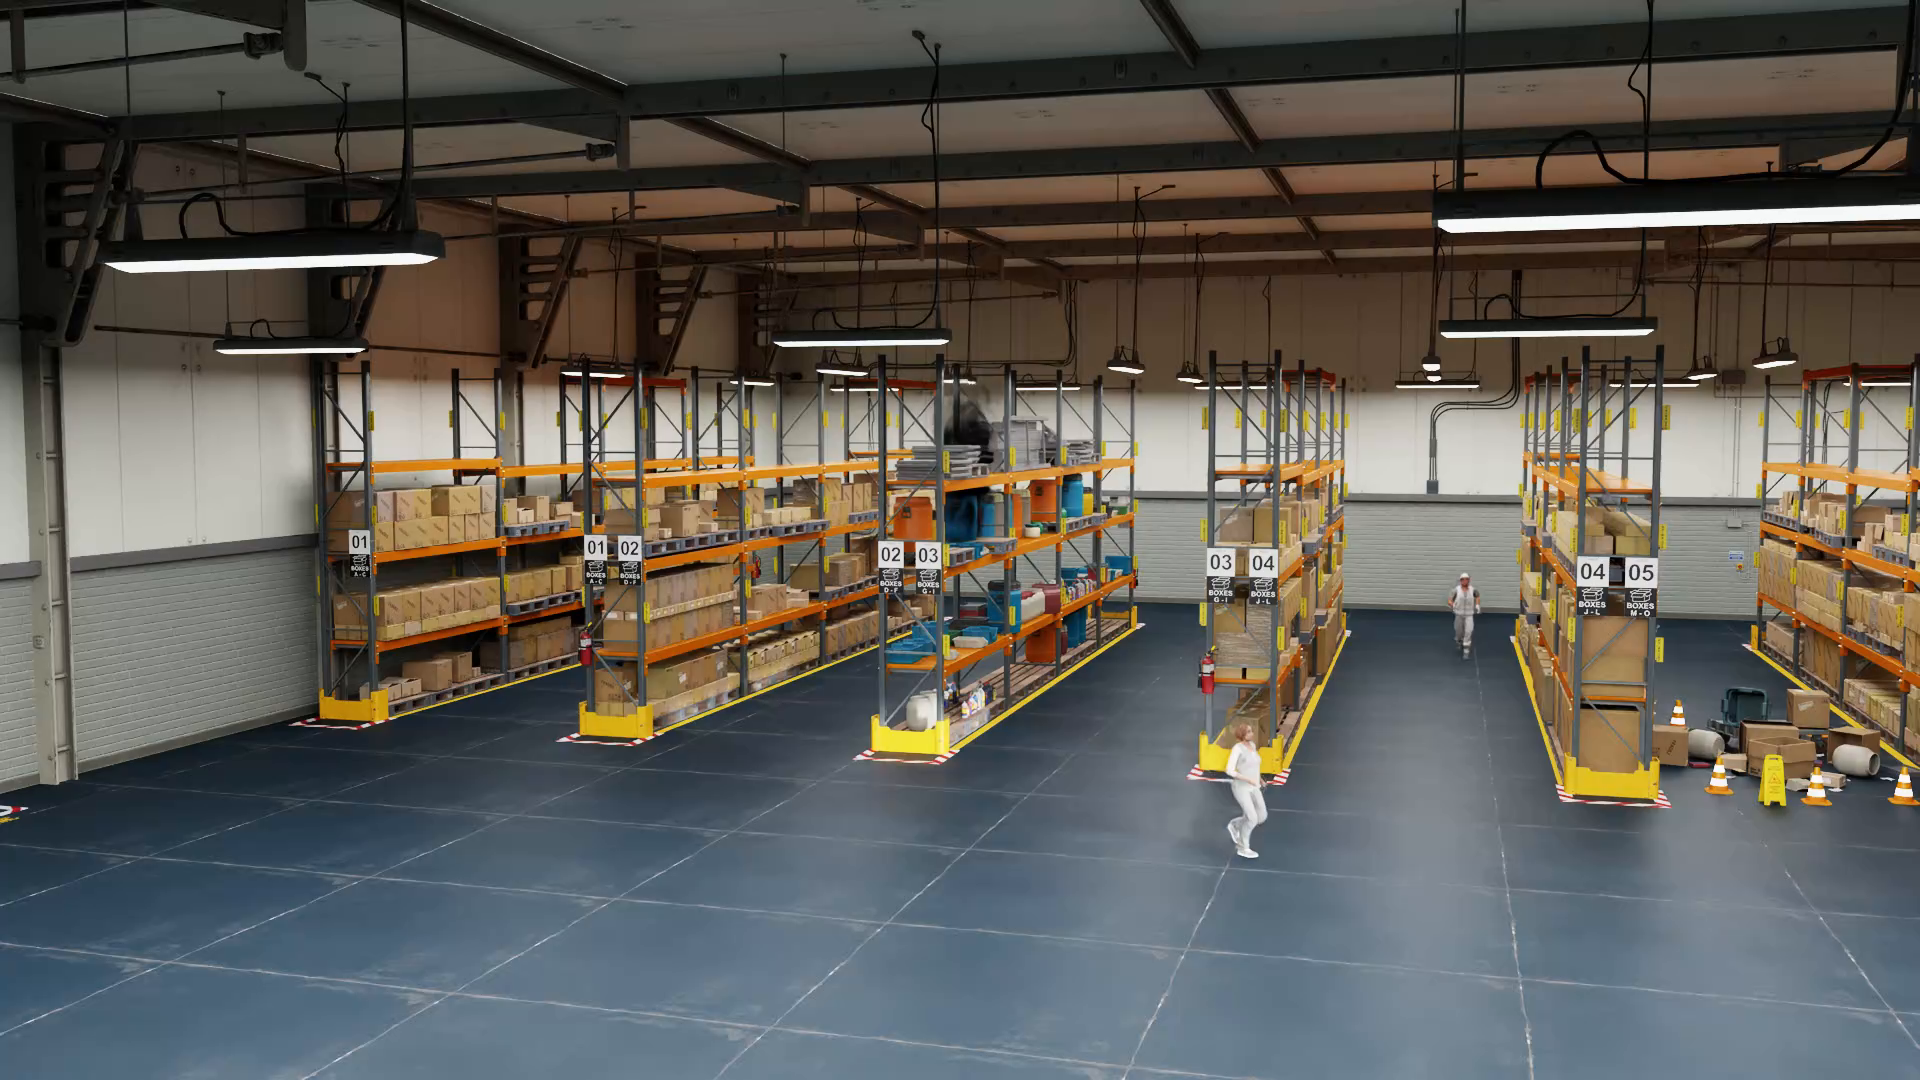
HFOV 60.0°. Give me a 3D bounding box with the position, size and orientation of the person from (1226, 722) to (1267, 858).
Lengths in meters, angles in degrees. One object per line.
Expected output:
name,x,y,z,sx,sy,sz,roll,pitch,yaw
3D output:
person,3.276,2.863,19.091,0.532,1.550,0.560,-4,6,-44

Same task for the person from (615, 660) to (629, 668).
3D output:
person,-6.256,1.978,31.025,0.607,1.640,0.849,0,4,5

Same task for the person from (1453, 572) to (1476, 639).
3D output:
person,11.452,1.510,37.976,0.528,1.557,0.616,-3,5,-36

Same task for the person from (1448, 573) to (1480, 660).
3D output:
person,10.632,1.591,35.073,0.674,1.783,0.990,1,4,12
